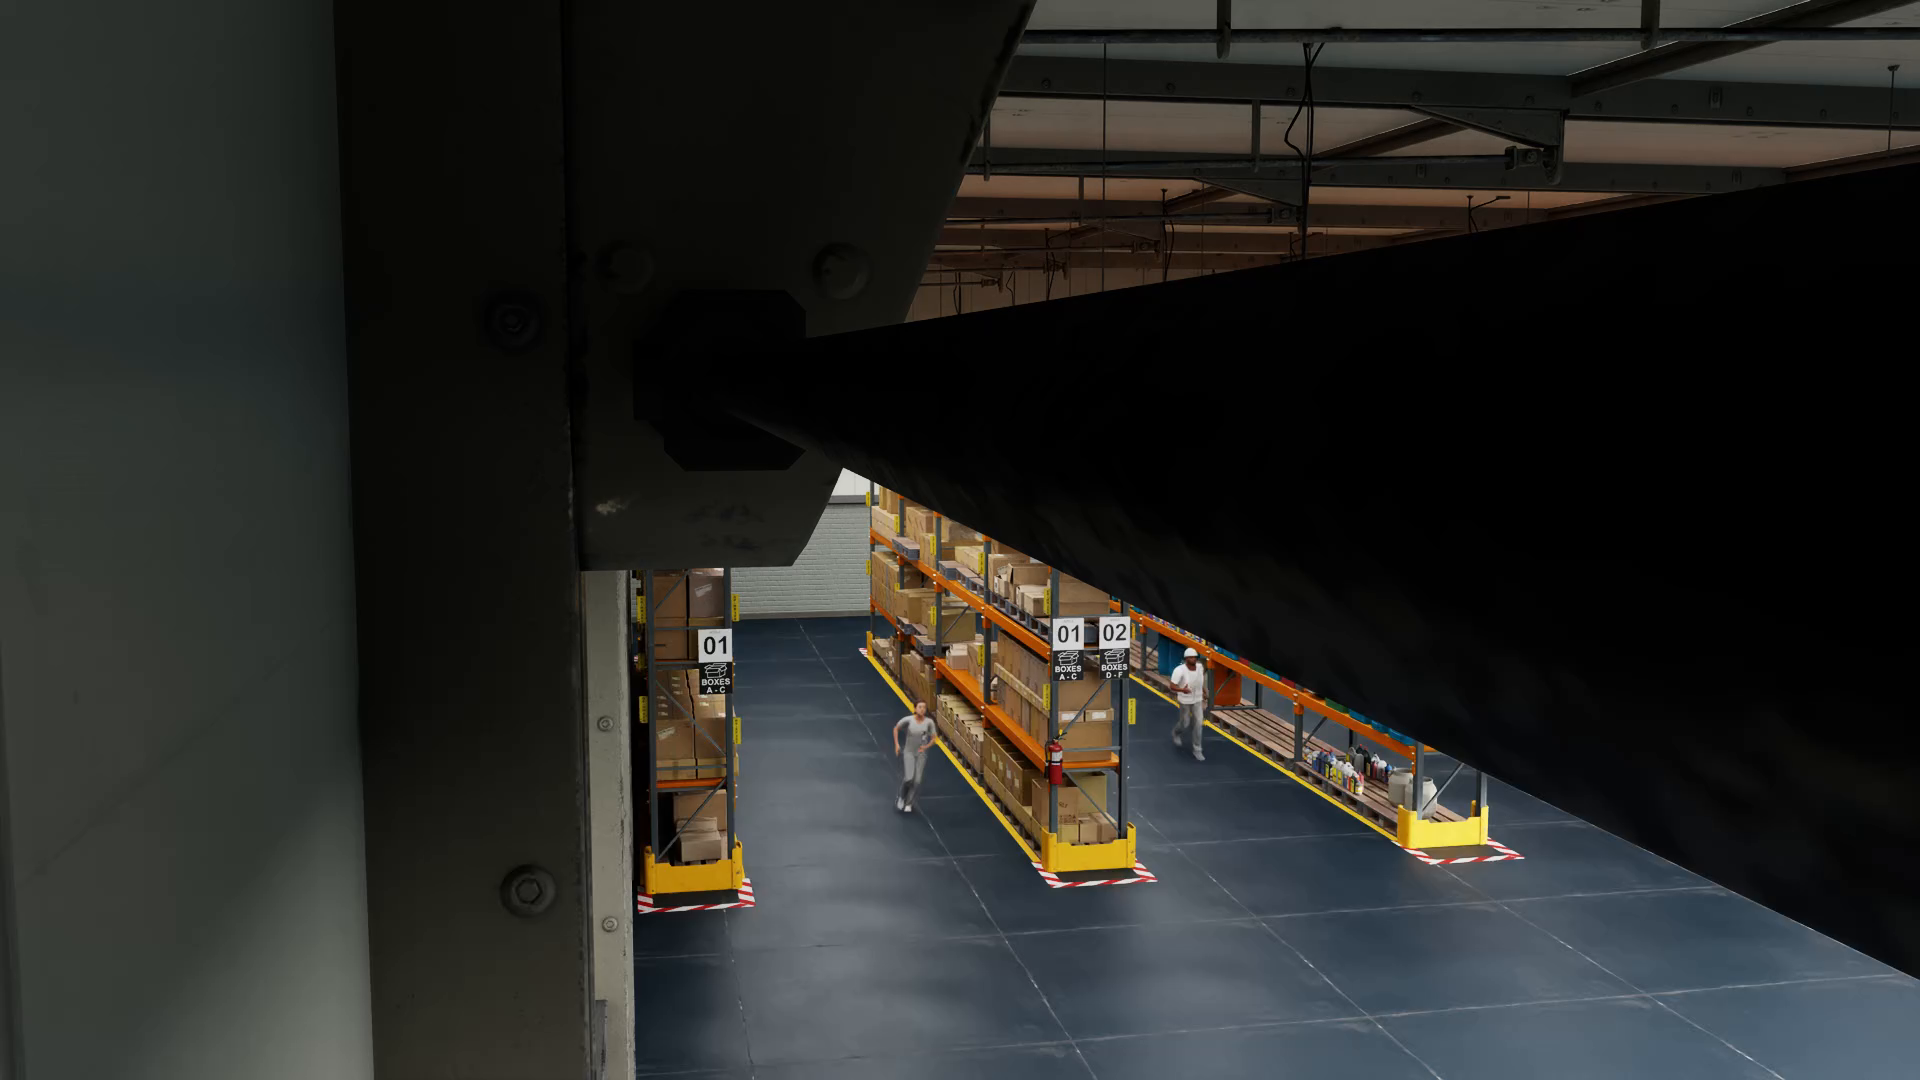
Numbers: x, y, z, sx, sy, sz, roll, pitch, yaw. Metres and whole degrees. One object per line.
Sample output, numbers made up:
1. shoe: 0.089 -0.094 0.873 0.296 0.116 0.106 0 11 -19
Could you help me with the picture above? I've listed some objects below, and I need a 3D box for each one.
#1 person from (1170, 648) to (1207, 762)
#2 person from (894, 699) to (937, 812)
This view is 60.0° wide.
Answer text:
1. person: 3.726 2.635 27.046 0.700 1.788 0.970 -2 6 -17
2. person: -0.616 3.062 23.582 0.584 1.618 0.528 -1 6 -13
